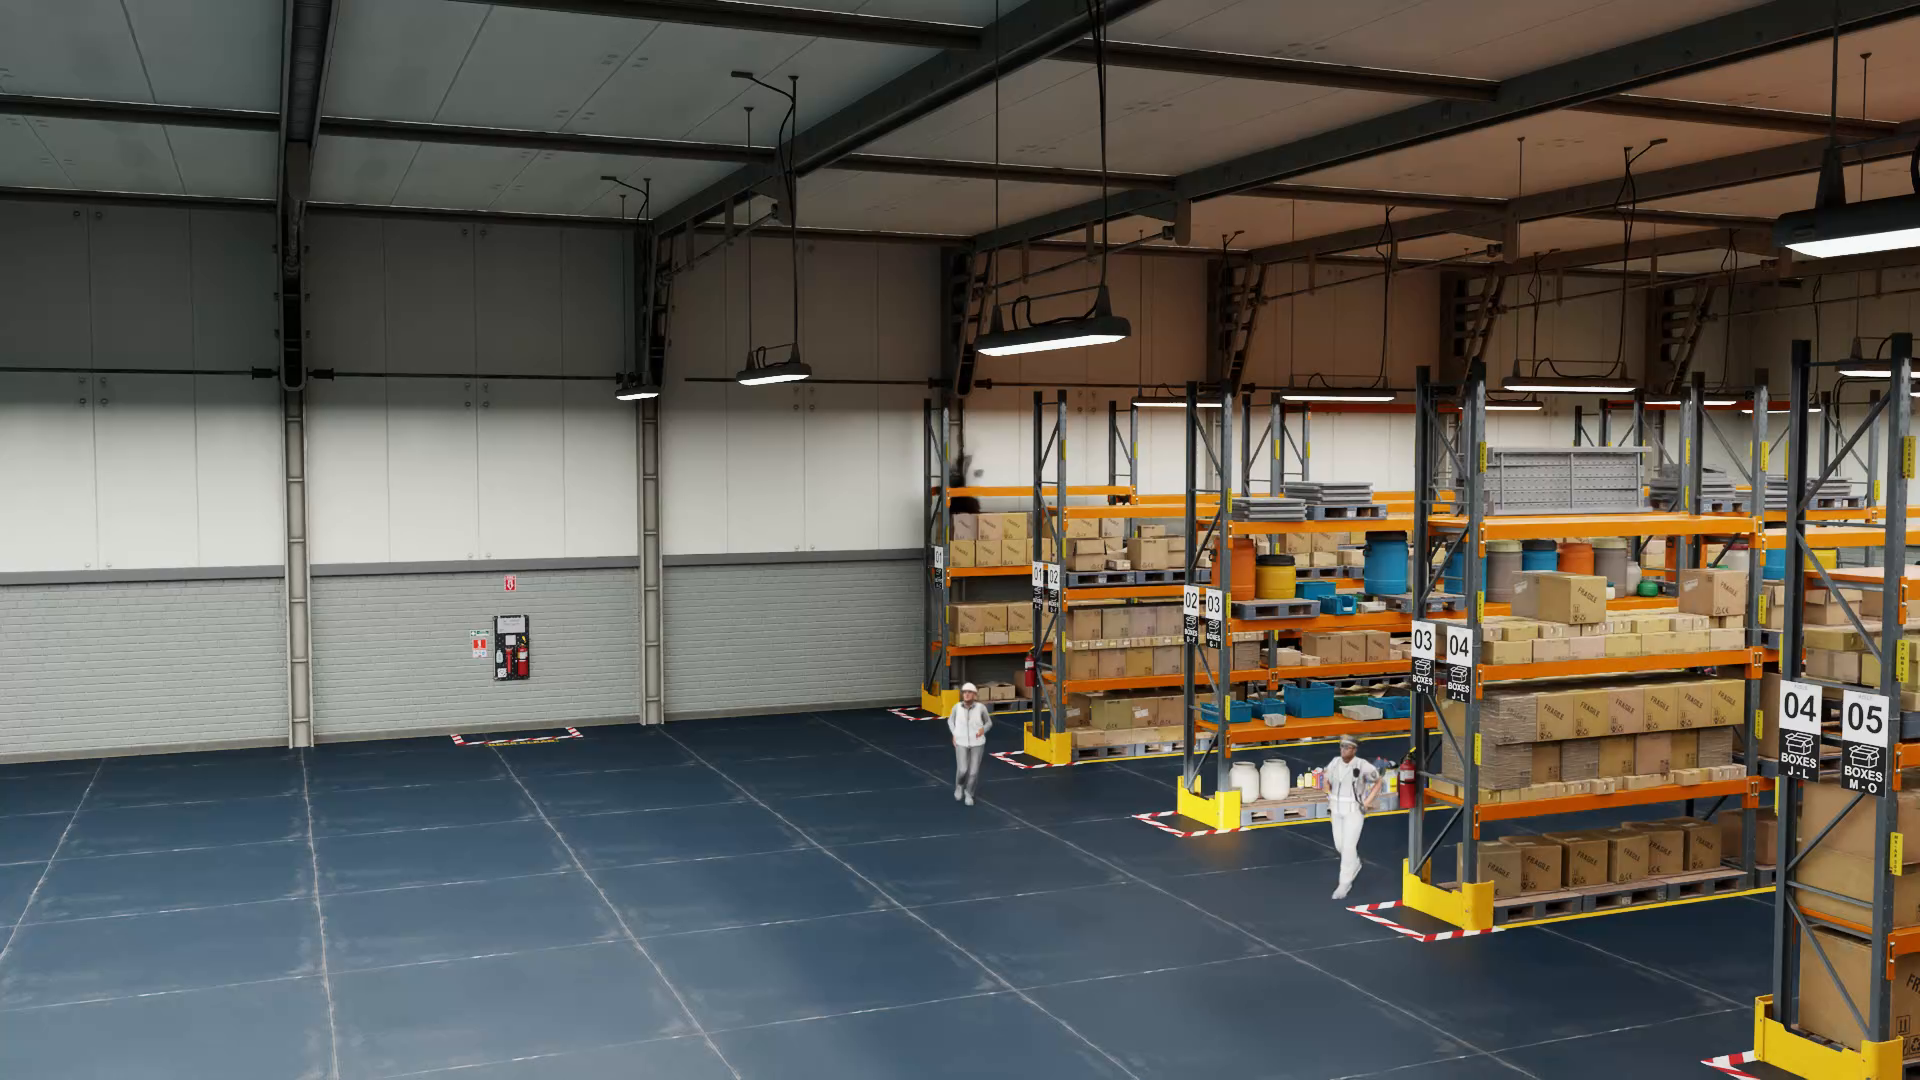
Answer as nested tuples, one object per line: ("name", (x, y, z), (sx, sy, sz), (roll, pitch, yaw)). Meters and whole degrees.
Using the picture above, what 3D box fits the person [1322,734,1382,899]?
("person", (4.457, 3.142, 19.168), (0.842, 1.838, 0.660), (-3, 5, -43))

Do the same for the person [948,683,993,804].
("person", (0.139, 2.901, 23.623), (0.642, 1.740, 0.584), (0, 3, 2))
